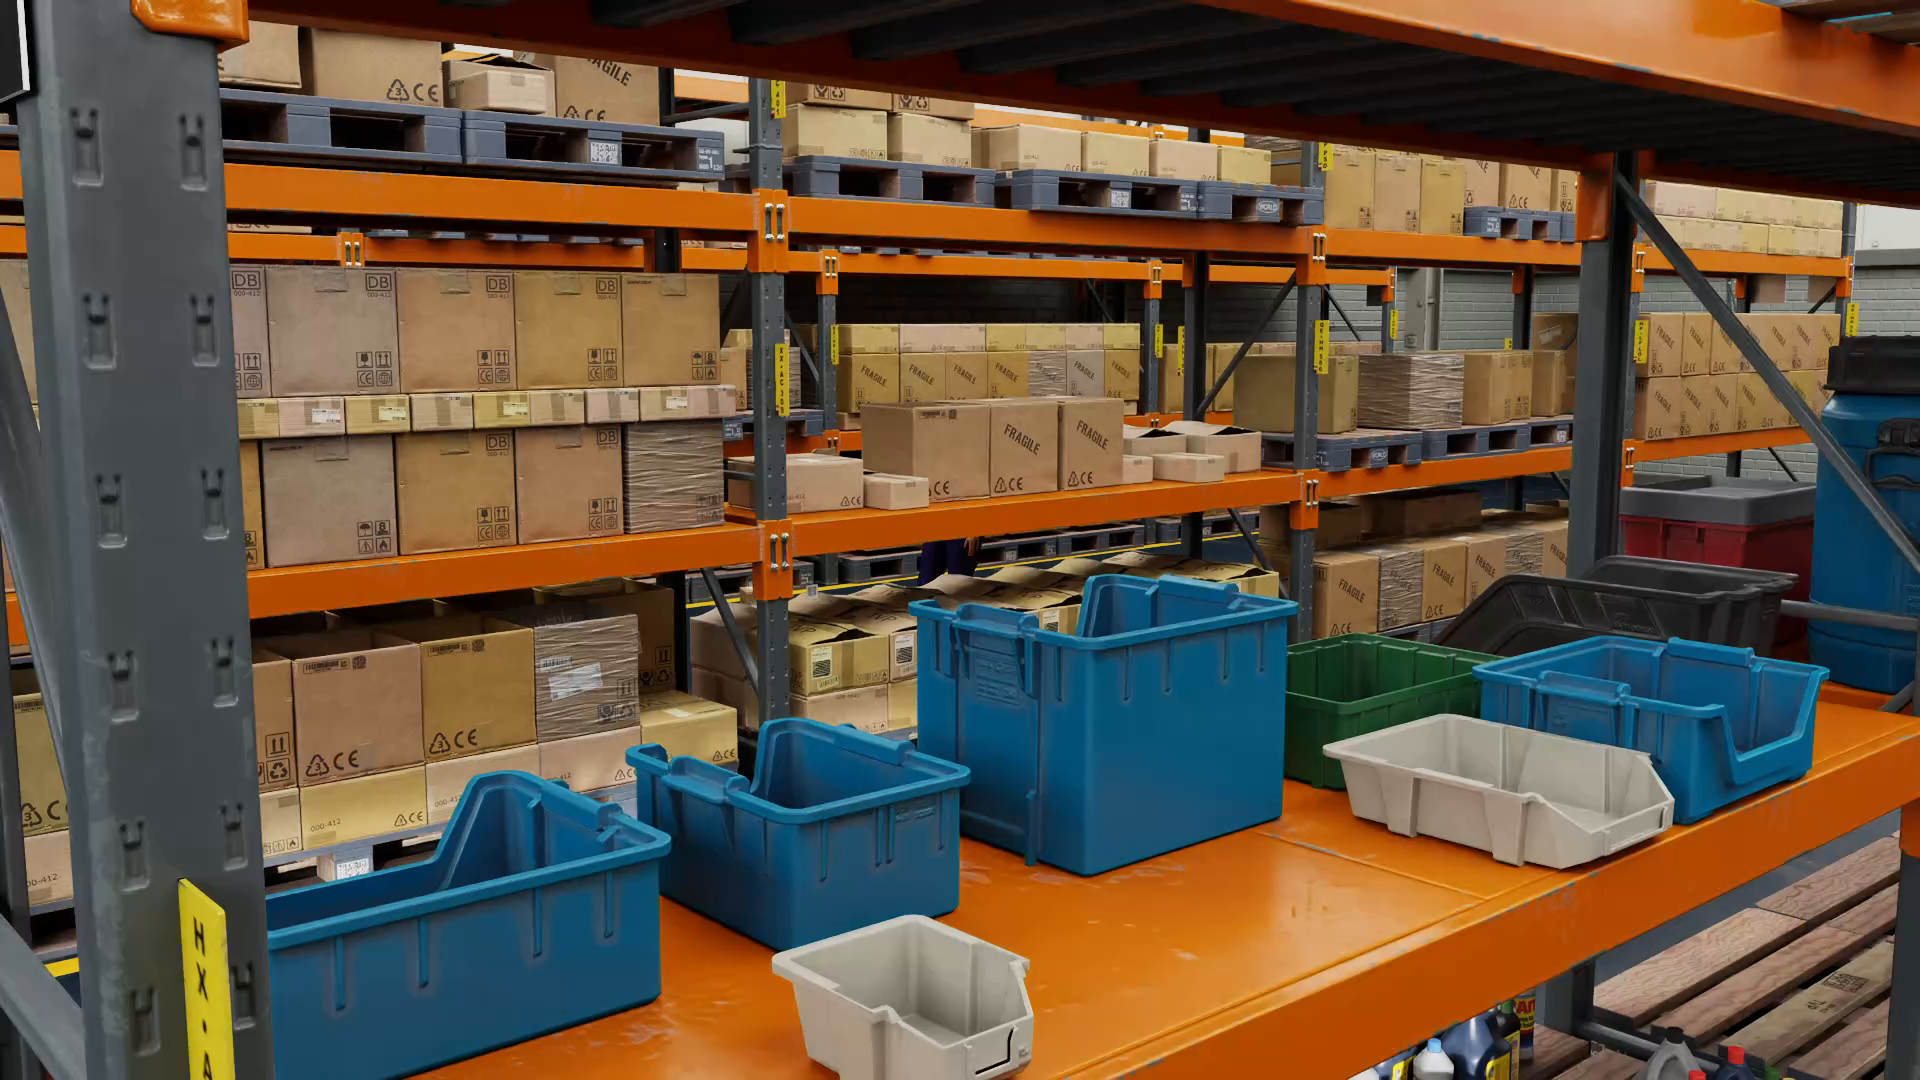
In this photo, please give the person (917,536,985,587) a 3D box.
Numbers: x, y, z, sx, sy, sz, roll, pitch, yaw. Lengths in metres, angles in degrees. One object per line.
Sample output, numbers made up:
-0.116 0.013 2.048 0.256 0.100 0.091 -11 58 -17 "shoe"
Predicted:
-0.140 0.261 11.167 0.500 1.029 0.525 -7 10 -41 "person"
